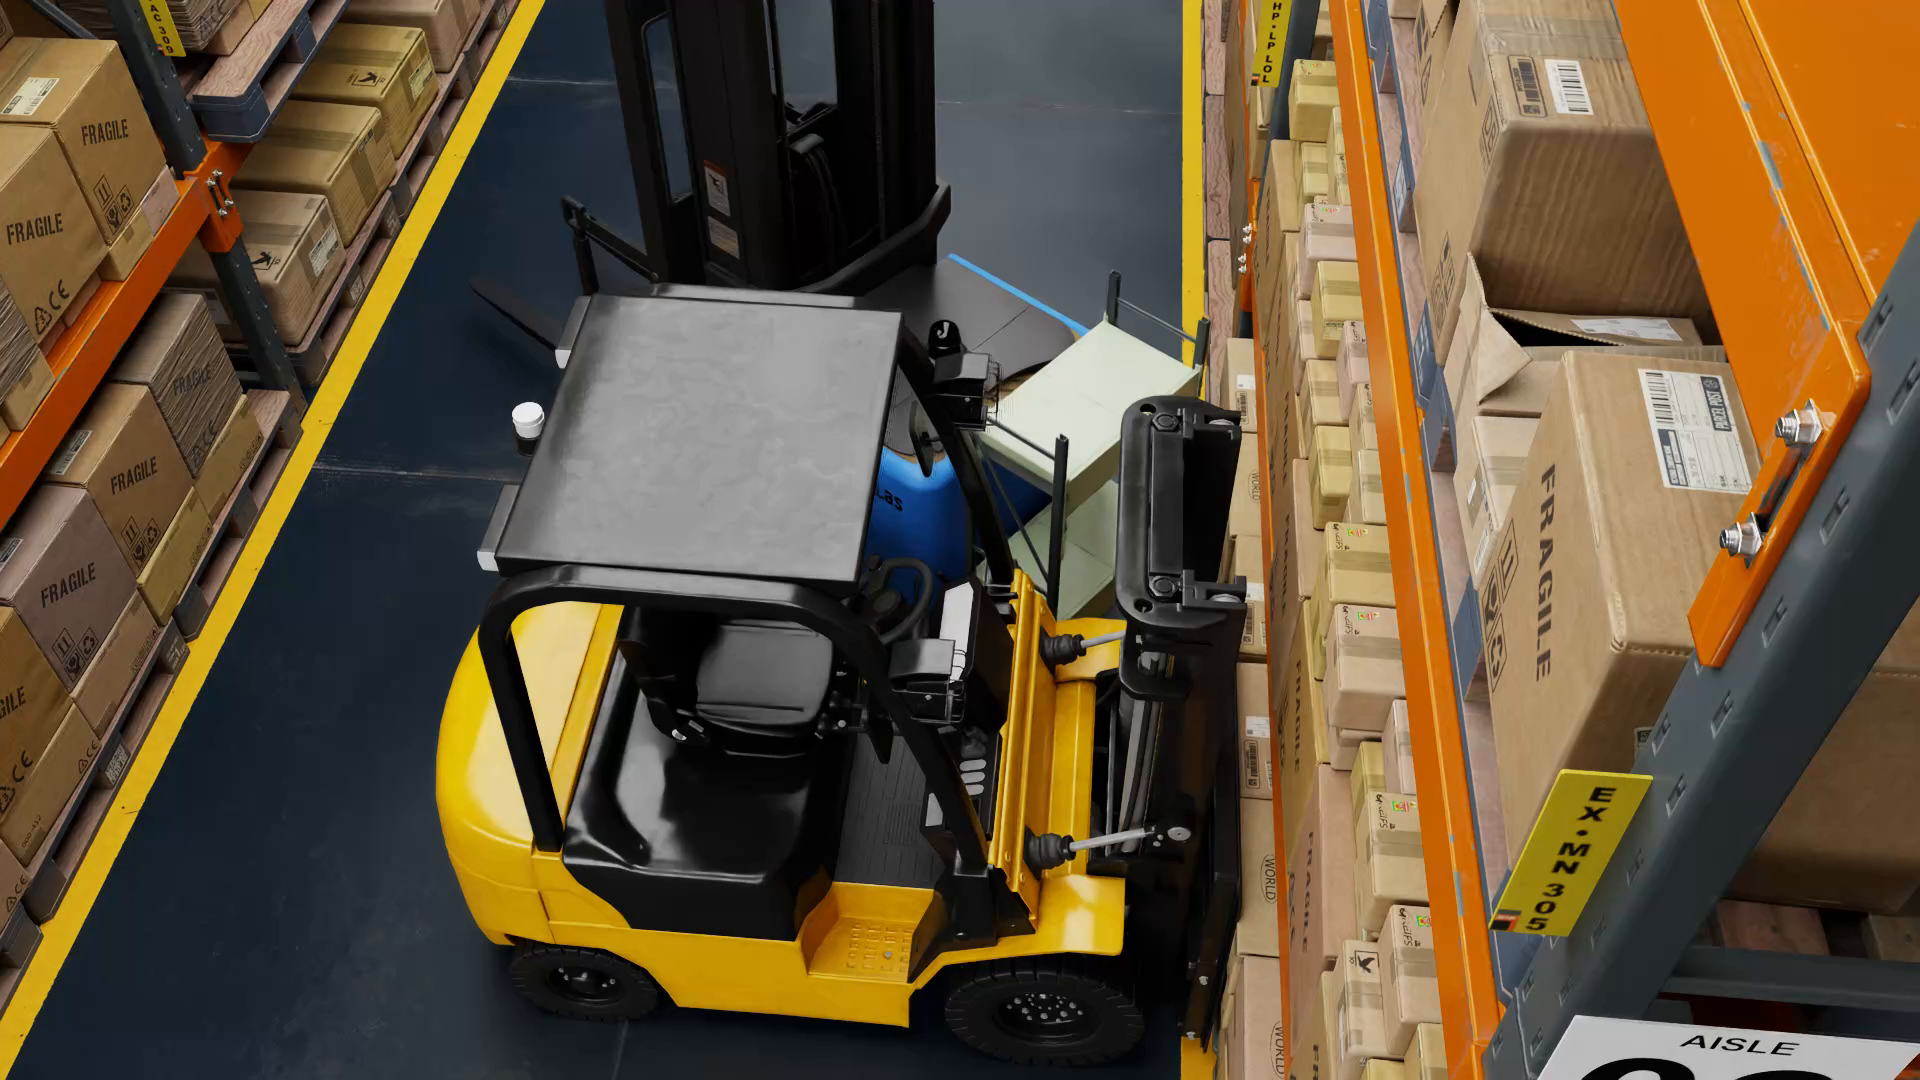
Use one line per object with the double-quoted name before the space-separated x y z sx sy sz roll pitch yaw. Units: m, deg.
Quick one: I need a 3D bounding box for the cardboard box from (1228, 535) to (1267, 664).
"cardboard box" 1.130 0.269 5.398 0.500 0.250 0.500 5 48 5

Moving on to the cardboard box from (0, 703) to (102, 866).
"cardboard box" -3.291 0.788 5.601 0.500 0.250 0.500 7 48 6

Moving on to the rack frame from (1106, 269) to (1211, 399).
"rack frame" 0.657 -0.297 6.031 0.400 1.500 0.023 33 56 27

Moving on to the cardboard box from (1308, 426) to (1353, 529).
"cardboard box" 1.125 -0.157 4.379 0.380 0.149 0.250 3 48 3

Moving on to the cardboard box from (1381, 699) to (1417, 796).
"cardboard box" 1.120 0.498 3.579 0.380 0.149 0.250 4 48 4

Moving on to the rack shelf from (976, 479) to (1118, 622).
"rack shelf" 0.415 0.125 6.087 0.431 0.370 0.720 33 56 27

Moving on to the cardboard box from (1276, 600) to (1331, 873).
"cardboard box" 1.099 0.513 4.206 0.500 0.500 0.500 3 48 3

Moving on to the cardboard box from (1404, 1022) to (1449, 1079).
"cardboard box" 1.035 1.053 3.071 0.380 0.149 0.250 4 48 4

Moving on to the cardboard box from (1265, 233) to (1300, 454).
"cardboard box" 1.246 -0.597 5.221 0.500 0.500 0.500 5 48 4

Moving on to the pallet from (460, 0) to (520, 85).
"pallet" -3.074 -3.011 9.387 1.003 0.211 1.213 4 48 4

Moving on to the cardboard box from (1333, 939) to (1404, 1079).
"cardboard box" 0.959 0.968 3.351 0.380 0.149 0.250 5 48 4

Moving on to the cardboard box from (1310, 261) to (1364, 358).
"cardboard box" 1.182 -0.633 4.613 0.380 0.149 0.250 3 48 3

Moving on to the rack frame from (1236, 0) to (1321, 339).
"rack frame" 1.577 -1.256 5.892 1.000 3.000 0.127 4 48 4

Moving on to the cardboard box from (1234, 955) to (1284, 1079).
"cardboard box" 0.985 1.398 4.366 0.500 0.250 0.500 5 48 4

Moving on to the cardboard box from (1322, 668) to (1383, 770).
"cardboard box" 1.055 0.400 3.870 0.380 0.149 0.250 2 48 2

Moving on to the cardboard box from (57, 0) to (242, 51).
"cardboard box" -3.038 -2.188 6.190 0.500 0.500 0.500 5 48 4

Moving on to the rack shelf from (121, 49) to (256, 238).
"rack shelf" -3.184 -2.814 7.804 1.077 0.370 4.000 4 48 4

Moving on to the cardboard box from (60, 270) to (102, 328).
"cardboard box" -3.209 -0.875 5.714 0.380 0.149 0.250 4 48 4

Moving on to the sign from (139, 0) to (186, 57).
"sign" -2.825 -1.848 5.847 0.100 0.325 0.005 4 48 4

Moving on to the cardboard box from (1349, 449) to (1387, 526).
"cardboard box" 1.169 -0.074 4.102 0.380 0.149 0.250 4 48 4

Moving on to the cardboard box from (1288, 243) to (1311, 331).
"cardboard box" 1.172 -0.732 4.905 0.380 0.149 0.250 5 48 4

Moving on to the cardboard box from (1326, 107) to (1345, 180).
"cardboard box" 1.336 -1.195 5.127 0.380 0.149 0.250 5 48 4

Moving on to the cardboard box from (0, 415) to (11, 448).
"cardboard box" -3.234 -0.312 5.199 0.380 0.149 0.250 3 48 3

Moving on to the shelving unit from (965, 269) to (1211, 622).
"shelving unit" 0.415 -0.095 5.846 0.431 1.500 0.755 33 56 27

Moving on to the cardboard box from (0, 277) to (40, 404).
"cardboard box" -3.242 -0.617 5.038 0.500 0.500 0.500 5 48 5

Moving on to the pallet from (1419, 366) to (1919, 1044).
"pallet" 1.303 0.183 2.603 1.003 0.211 1.213 4 48 4

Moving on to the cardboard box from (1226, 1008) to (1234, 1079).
"cardboard box" 1.002 1.555 4.561 0.500 0.250 0.500 3 48 3

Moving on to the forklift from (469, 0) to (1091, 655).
"forklift" -0.884 -1.448 6.114 3.031 2.935 1.130 34 56 27

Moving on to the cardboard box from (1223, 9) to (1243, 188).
"cardboard box" 1.758 -2.102 7.991 0.875 0.625 0.625 2 48 2

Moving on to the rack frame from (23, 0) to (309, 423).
"rack frame" -3.366 -1.587 6.194 1.000 3.000 0.127 4 48 4

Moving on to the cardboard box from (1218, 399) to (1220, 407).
"cardboard box" 1.226 -0.303 6.261 0.500 0.250 0.500 4 48 3

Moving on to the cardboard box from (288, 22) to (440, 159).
"cardboard box" -3.197 -2.267 8.313 0.950 0.372 0.625 5 48 5

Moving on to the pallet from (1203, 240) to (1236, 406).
"pallet" 1.605 -0.859 7.418 1.003 0.211 1.213 4 48 4

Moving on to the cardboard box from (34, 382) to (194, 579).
"cardboard box" -3.198 -0.227 6.021 0.500 0.500 0.500 5 48 4

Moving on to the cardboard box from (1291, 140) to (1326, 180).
"cardboard box" 1.286 -1.292 5.417 0.380 0.149 0.250 3 48 3

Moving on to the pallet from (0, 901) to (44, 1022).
"pallet" -3.615 1.643 5.130 1.003 0.211 1.213 4 48 4

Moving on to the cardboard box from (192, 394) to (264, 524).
"cardboard box" -3.153 -0.348 6.640 0.500 0.250 0.500 6 48 5

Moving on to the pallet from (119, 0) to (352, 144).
"pallet" -3.152 -2.074 6.770 1.003 0.211 1.213 4 48 4

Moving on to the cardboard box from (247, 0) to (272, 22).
"cardboard box" -2.970 -2.211 6.651 0.380 0.149 0.250 5 48 4

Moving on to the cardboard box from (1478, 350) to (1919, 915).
"cardboard box" 1.010 0.120 2.180 0.500 0.500 0.500 5 48 5

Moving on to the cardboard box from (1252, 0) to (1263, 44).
"cardboard box" 1.407 -2.130 6.454 0.500 0.250 0.500 3 48 3

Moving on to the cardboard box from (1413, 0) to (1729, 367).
"cardboard box" 1.203 -0.625 2.862 0.700 0.500 0.500 4 48 4

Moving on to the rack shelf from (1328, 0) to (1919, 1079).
"rack shelf" 1.395 -0.622 3.634 0.919 0.124 3.809 4 48 4
